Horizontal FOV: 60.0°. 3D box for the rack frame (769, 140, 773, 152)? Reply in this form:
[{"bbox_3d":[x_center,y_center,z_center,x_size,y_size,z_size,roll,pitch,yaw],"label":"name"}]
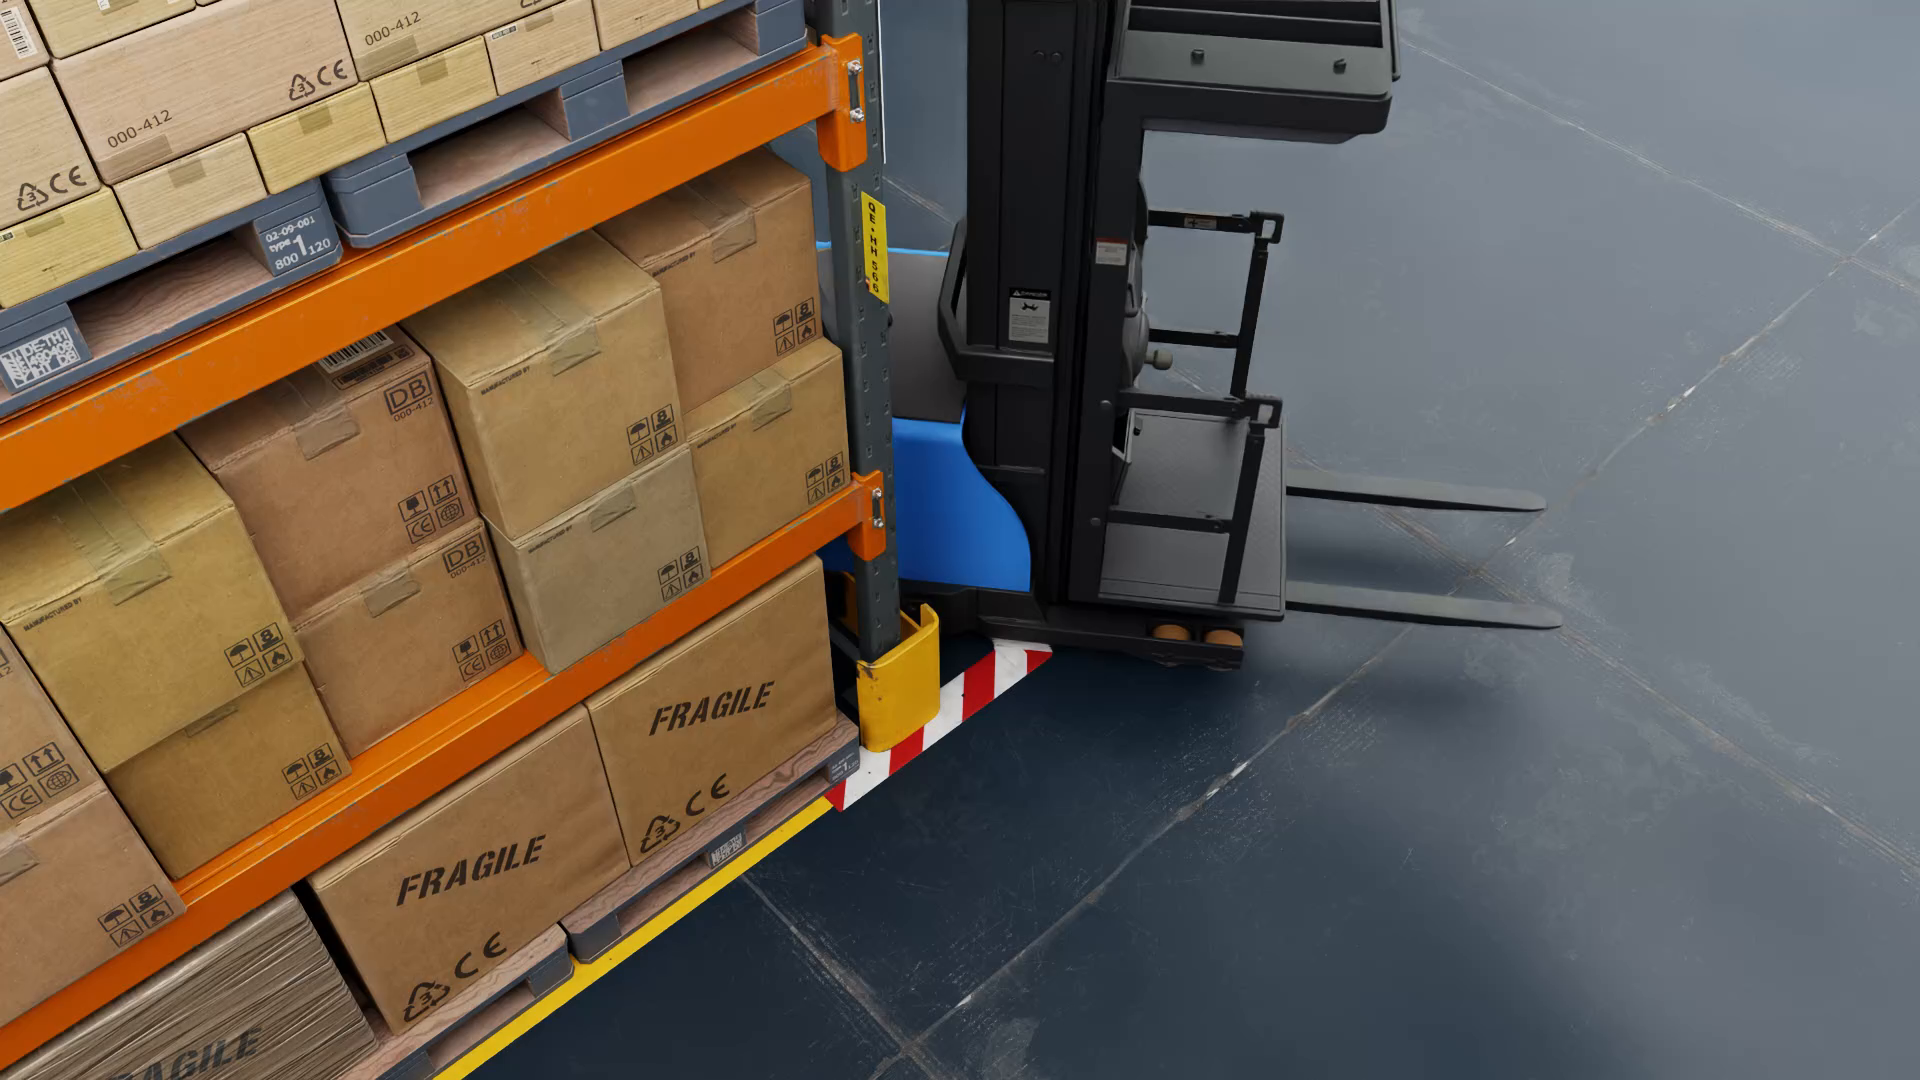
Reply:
[{"bbox_3d":[-0.768,-1.272,6.495,0.015,2.100,0.400,-17,50,-15],"label":"rack frame"}]

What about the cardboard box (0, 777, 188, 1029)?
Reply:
[{"bbox_3d":[-2.409,0.636,4.021,0.550,0.550,0.875,-34,56,-27],"label":"cardboard box"}]

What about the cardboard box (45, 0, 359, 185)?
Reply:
[{"bbox_3d":[-1.502,-0.970,3.109,0.500,0.250,0.500,-34,56,-27],"label":"cardboard box"}]

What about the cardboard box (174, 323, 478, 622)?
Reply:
[{"bbox_3d":[-1.736,-0.345,4.190,0.550,0.550,0.875,-34,56,-27],"label":"cardboard box"}]

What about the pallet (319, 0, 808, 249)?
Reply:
[{"bbox_3d":[-1.127,-1.230,3.863,1.213,0.211,1.003,-34,56,-27],"label":"pallet"}]

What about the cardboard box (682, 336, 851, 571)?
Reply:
[{"bbox_3d":[-0.829,-0.458,5.029,0.550,0.550,0.875,-34,56,-27],"label":"cardboard box"}]

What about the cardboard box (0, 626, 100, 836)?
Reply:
[{"bbox_3d":[-2.428,0.254,3.637,0.550,0.550,0.875,-34,56,-27],"label":"cardboard box"}]

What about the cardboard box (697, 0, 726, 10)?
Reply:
[{"bbox_3d":[-0.603,-1.375,3.754,0.250,0.149,0.380,-34,56,-27],"label":"cardboard box"}]

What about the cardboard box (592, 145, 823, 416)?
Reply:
[{"bbox_3d":[-0.886,-0.870,4.675,0.550,0.550,0.875,-34,56,-27],"label":"cardboard box"}]

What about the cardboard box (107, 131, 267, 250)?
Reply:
[{"bbox_3d":[-1.543,-0.747,3.174,0.250,0.149,0.380,-33,55,-27],"label":"cardboard box"}]

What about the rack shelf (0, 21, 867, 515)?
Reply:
[{"bbox_3d":[-2.065,-0.400,3.526,4.000,0.370,1.077,-34,56,-27],"label":"rack shelf"}]

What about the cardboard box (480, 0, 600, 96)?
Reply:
[{"bbox_3d":[-0.979,-1.123,3.522,0.250,0.149,0.380,-33,55,-27],"label":"cardboard box"}]

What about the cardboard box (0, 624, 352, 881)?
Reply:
[{"bbox_3d":[-2.084,0.319,4.313,0.500,0.550,0.875,-34,56,-27],"label":"cardboard box"}]

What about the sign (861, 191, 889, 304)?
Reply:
[{"bbox_3d":[-0.230,-0.786,4.485,0.005,0.325,0.100,-34,56,-27],"label":"sign"}]

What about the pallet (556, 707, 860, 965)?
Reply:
[{"bbox_3d":[-1.124,0.768,5.897,1.213,0.211,1.003,-34,56,-27],"label":"pallet"}]

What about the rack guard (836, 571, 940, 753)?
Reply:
[{"bbox_3d":[-0.567,0.221,6.206,0.348,0.500,1.175,-34,56,-27],"label":"rack guard"}]

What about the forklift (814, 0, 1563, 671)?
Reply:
[{"bbox_3d":[0.776,-0.917,5.602,3.031,2.935,1.130,6,48,5],"label":"forklift"}]

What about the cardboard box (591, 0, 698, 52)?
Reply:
[{"bbox_3d":[-0.790,-1.251,3.639,0.250,0.149,0.380,-33,55,-27],"label":"cardboard box"}]

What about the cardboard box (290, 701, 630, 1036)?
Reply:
[{"bbox_3d":[-1.692,0.770,5.158,0.875,0.875,0.875,-35,56,-28],"label":"cardboard box"}]

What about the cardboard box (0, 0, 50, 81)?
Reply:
[{"bbox_3d":[-1.734,-0.889,2.763,0.250,0.149,0.380,-33,55,-27],"label":"cardboard box"}]

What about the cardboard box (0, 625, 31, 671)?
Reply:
[{"bbox_3d":[-3.512,0.438,6.165,0.258,0.266,0.396,-25,52,-21],"label":"cardboard box"}]

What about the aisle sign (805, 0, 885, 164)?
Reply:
[{"bbox_3d":[-0.331,-1.369,4.203,0.004,0.787,0.394,-34,56,-27],"label":"aisle sign"}]

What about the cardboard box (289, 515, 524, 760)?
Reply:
[{"bbox_3d":[-1.720,0.034,4.575,0.550,0.550,0.875,-34,56,-27],"label":"cardboard box"}]

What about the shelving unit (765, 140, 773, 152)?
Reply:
[{"bbox_3d":[-0.992,-1.202,6.430,0.503,2.100,0.431,-17,50,-15],"label":"shelving unit"}]

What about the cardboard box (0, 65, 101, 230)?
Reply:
[{"bbox_3d":[-1.875,-0.721,2.879,0.500,0.250,0.500,-33,55,-27],"label":"cardboard box"}]

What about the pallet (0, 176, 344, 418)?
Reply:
[{"bbox_3d":[-2.030,-0.623,3.304,1.213,0.211,1.003,-34,56,-27],"label":"pallet"}]

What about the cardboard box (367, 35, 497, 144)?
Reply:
[{"bbox_3d":[-1.167,-0.999,3.407,0.250,0.149,0.380,-33,55,-27],"label":"cardboard box"}]

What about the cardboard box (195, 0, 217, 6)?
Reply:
[{"bbox_3d":[-1.357,-1.142,2.996,0.250,0.149,0.380,-34,56,-27],"label":"cardboard box"}]

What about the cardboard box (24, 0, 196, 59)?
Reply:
[{"bbox_3d":[-1.547,-1.014,2.879,0.250,0.149,0.380,-35,56,-28],"label":"cardboard box"}]

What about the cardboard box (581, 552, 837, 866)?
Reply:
[{"bbox_3d":[-1.042,0.334,5.561,0.875,0.875,0.875,-33,56,-27],"label":"cardboard box"}]

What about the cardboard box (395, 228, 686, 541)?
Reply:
[{"bbox_3d":[-1.230,-0.548,4.378,0.550,0.550,0.875,-34,56,-27],"label":"cardboard box"}]

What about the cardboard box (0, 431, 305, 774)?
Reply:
[{"bbox_3d":[-2.041,-0.012,3.883,0.500,0.550,0.875,-34,56,-27],"label":"cardboard box"}]

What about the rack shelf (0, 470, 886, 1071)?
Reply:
[{"bbox_3d":[-2.065,0.618,4.629,4.000,0.370,1.077,-34,56,-27],"label":"rack shelf"}]

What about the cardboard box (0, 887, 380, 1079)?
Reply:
[{"bbox_3d":[-2.368,1.220,4.743,0.875,0.875,0.875,-33,56,-27],"label":"cardboard box"}]

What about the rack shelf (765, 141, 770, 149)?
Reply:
[{"bbox_3d":[-0.992,-1.667,5.926,0.480,0.518,0.431,-17,50,-15],"label":"rack shelf"}]

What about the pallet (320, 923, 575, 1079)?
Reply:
[{"bbox_3d":[-2.026,1.368,5.344,1.213,0.211,1.003,-34,56,-27],"label":"pallet"}]

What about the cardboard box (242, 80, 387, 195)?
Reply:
[{"bbox_3d":[-1.356,-0.871,3.289,0.250,0.149,0.380,-35,56,-28],"label":"cardboard box"}]

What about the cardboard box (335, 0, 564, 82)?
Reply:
[{"bbox_3d":[-1.130,-1.218,3.338,0.500,0.250,0.500,-34,56,-27],"label":"cardboard box"}]

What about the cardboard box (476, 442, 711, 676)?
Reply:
[{"bbox_3d":[-1.221,-0.174,4.768,0.550,0.550,0.875,-34,56,-27],"label":"cardboard box"}]

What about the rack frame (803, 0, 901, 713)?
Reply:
[{"bbox_3d":[-0.585,-0.615,5.277,0.127,3.000,1.000,-34,56,-27],"label":"rack frame"}]

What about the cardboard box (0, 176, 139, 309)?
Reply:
[{"bbox_3d":[-1.732,-0.621,3.058,0.250,0.149,0.380,-33,55,-27],"label":"cardboard box"}]
